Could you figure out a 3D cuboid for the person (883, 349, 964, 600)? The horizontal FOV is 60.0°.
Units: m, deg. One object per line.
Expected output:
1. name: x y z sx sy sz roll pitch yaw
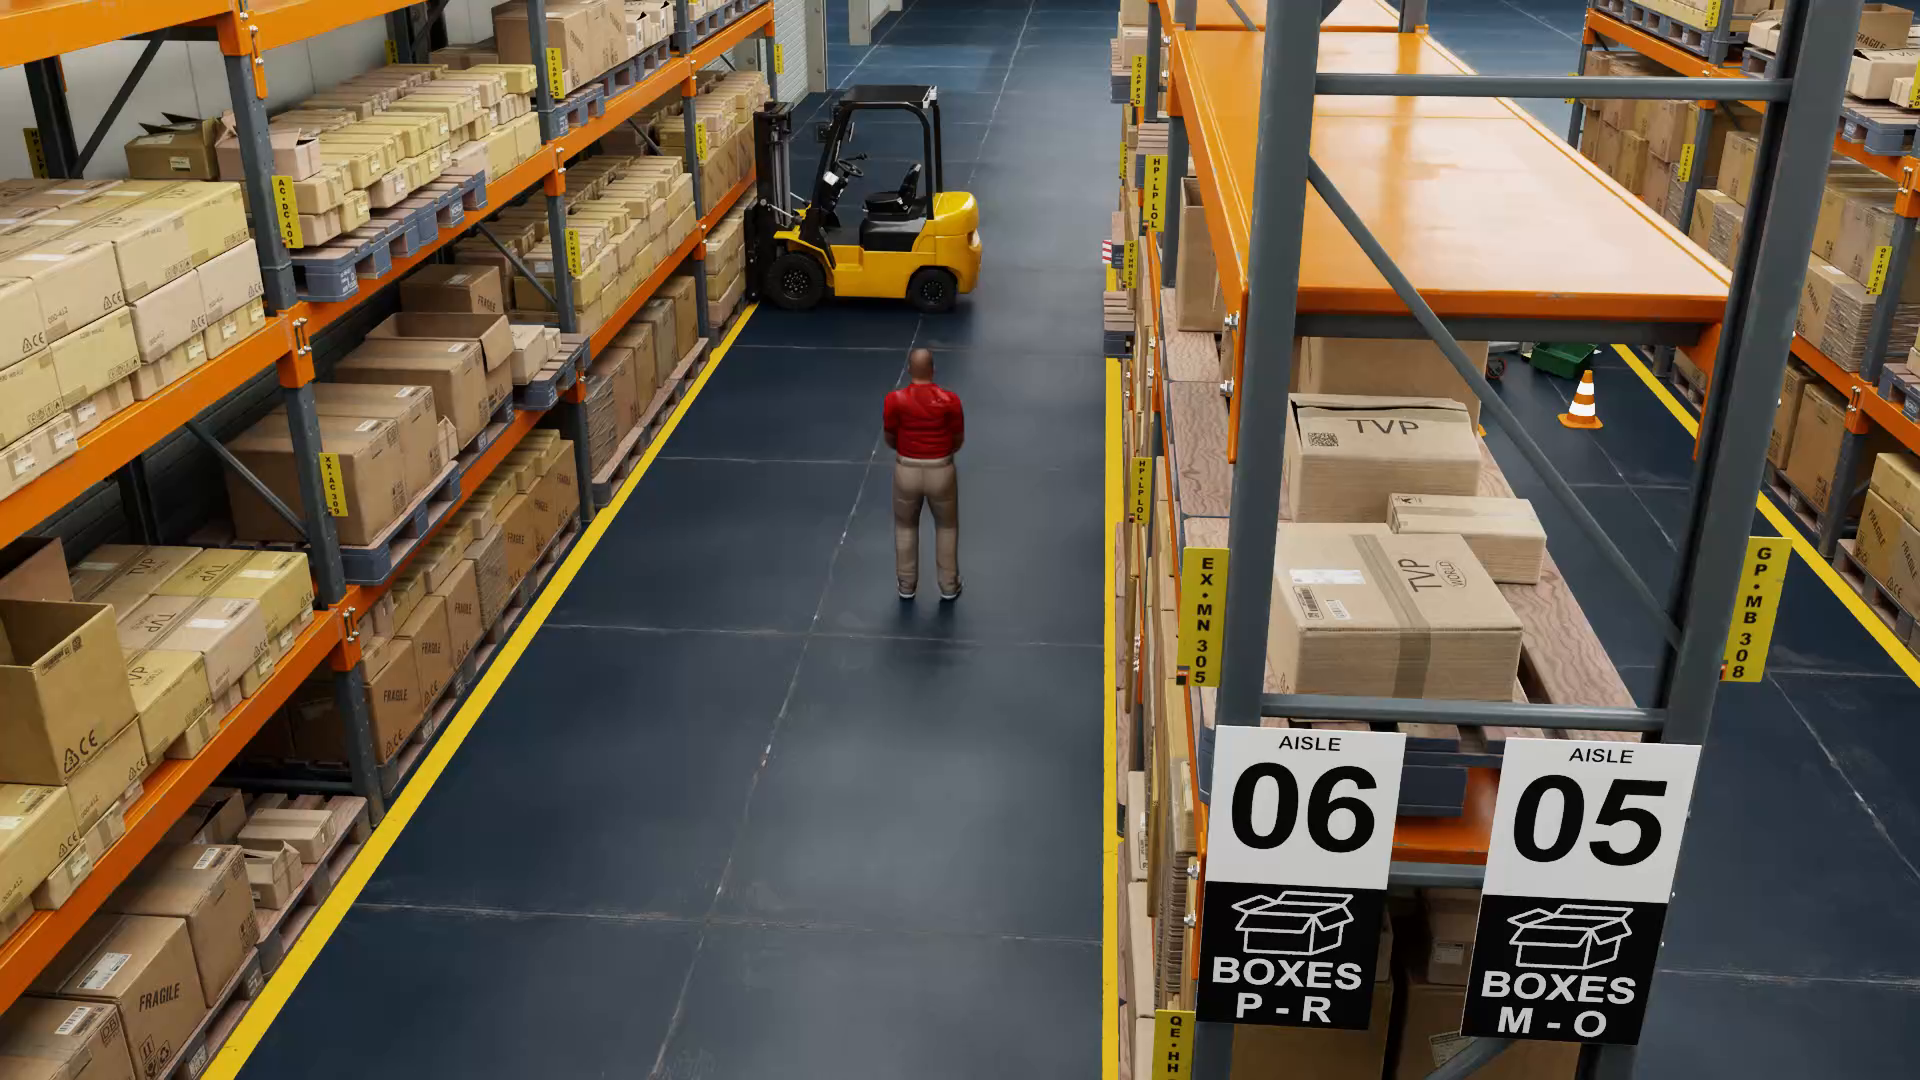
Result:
1. person: -0.231 -0.456 11.026 0.527 1.732 0.496 2 24 4
